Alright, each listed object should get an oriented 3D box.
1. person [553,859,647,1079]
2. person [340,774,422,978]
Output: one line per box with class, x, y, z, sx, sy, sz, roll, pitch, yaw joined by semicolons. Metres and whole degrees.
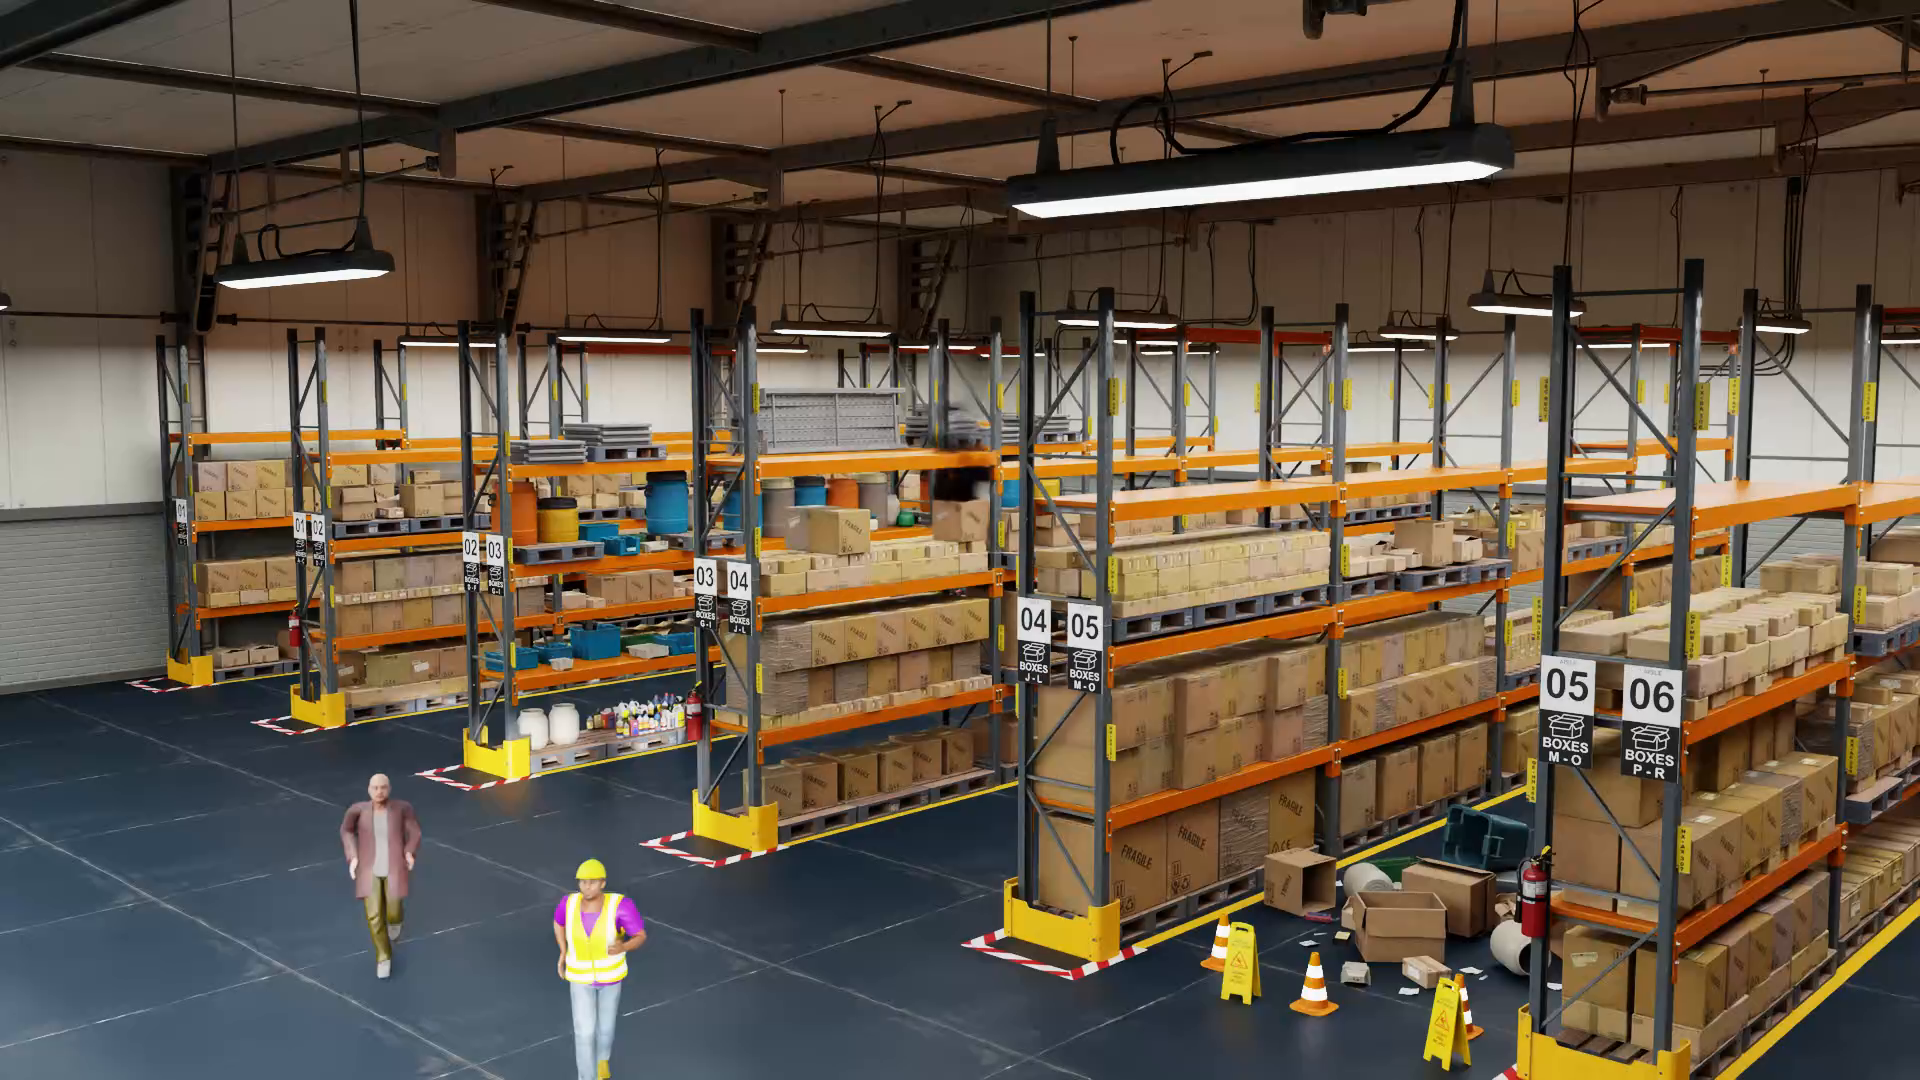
person;-2.586;3.167;11.947;0.671;1.811;0.866;-1;5;-10
person;-5.141;2.917;14.794;0.693;1.750;0.876;-2;6;-17
